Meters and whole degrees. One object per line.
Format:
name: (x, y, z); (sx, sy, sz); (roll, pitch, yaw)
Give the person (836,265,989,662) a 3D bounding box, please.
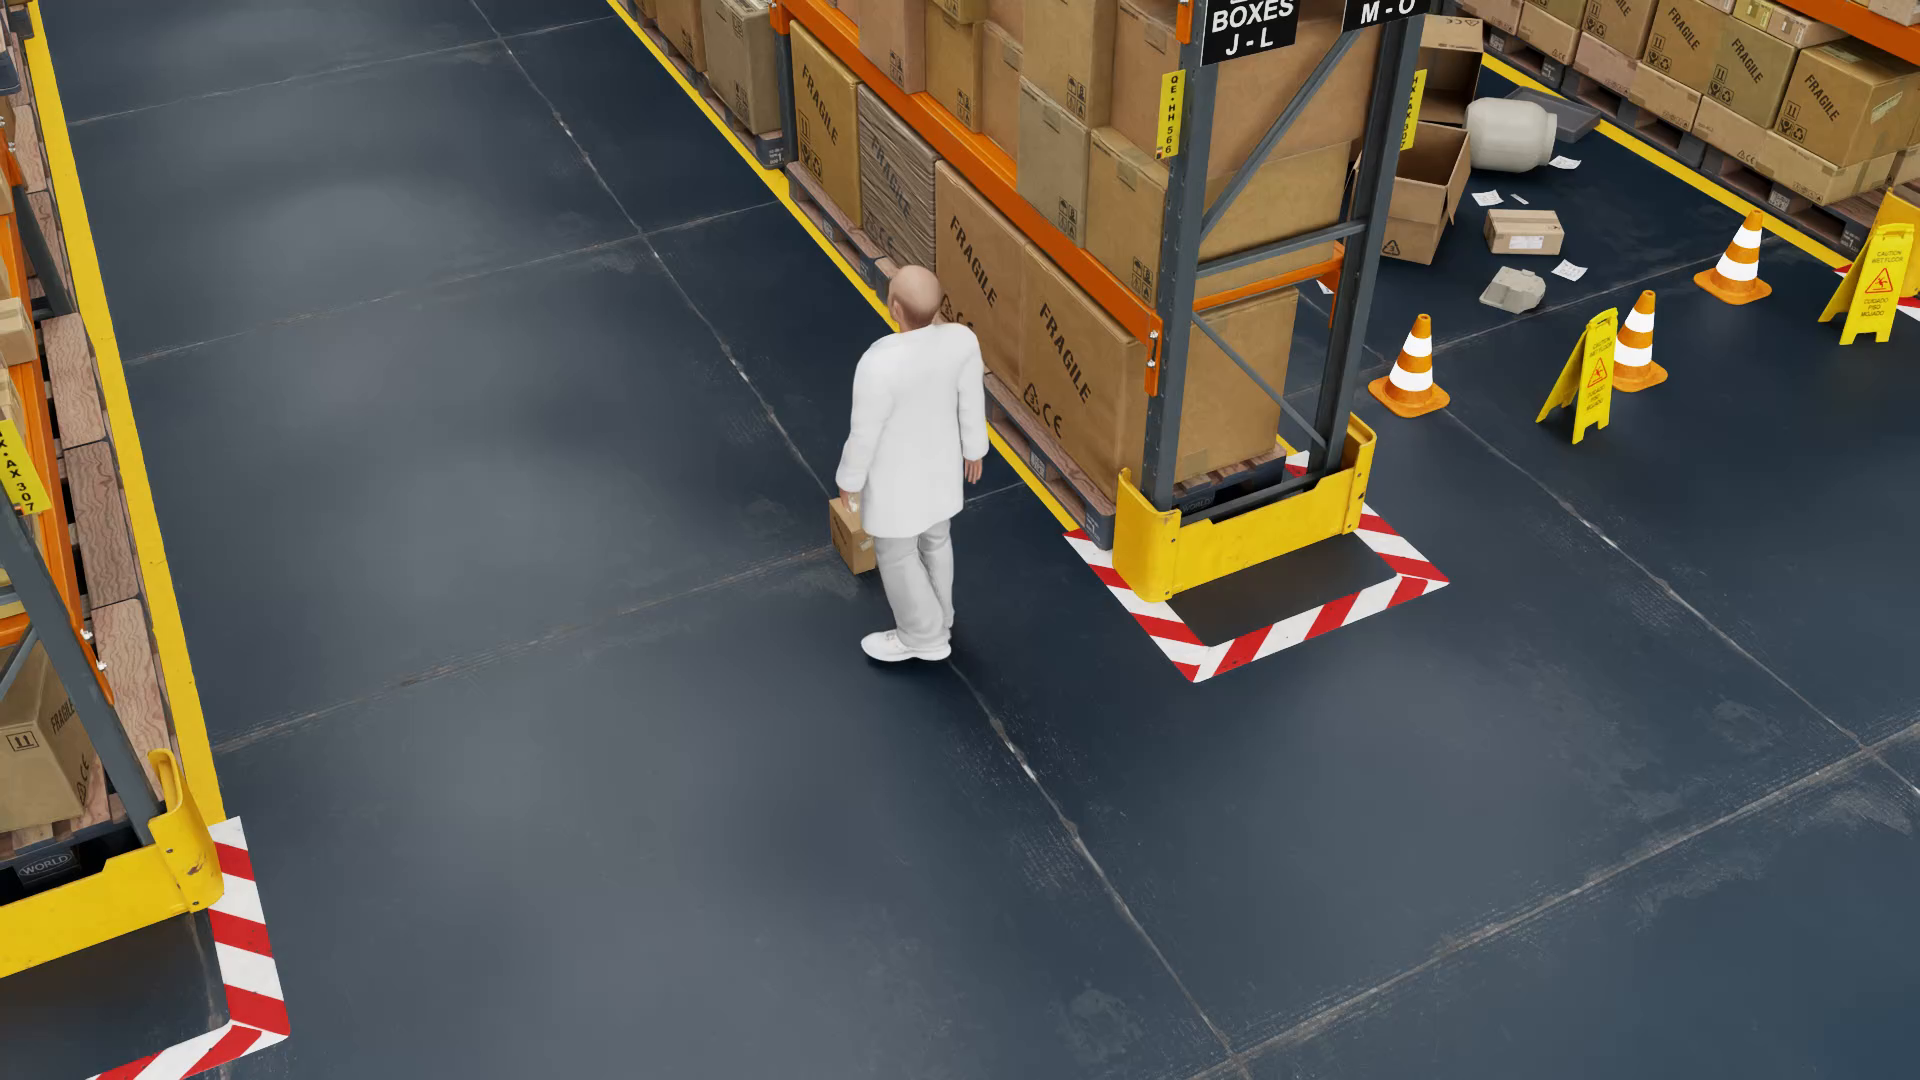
person: (-0.187, -0.283, 6.472); (0.630, 1.776, 0.450); (-26, 47, -27)
